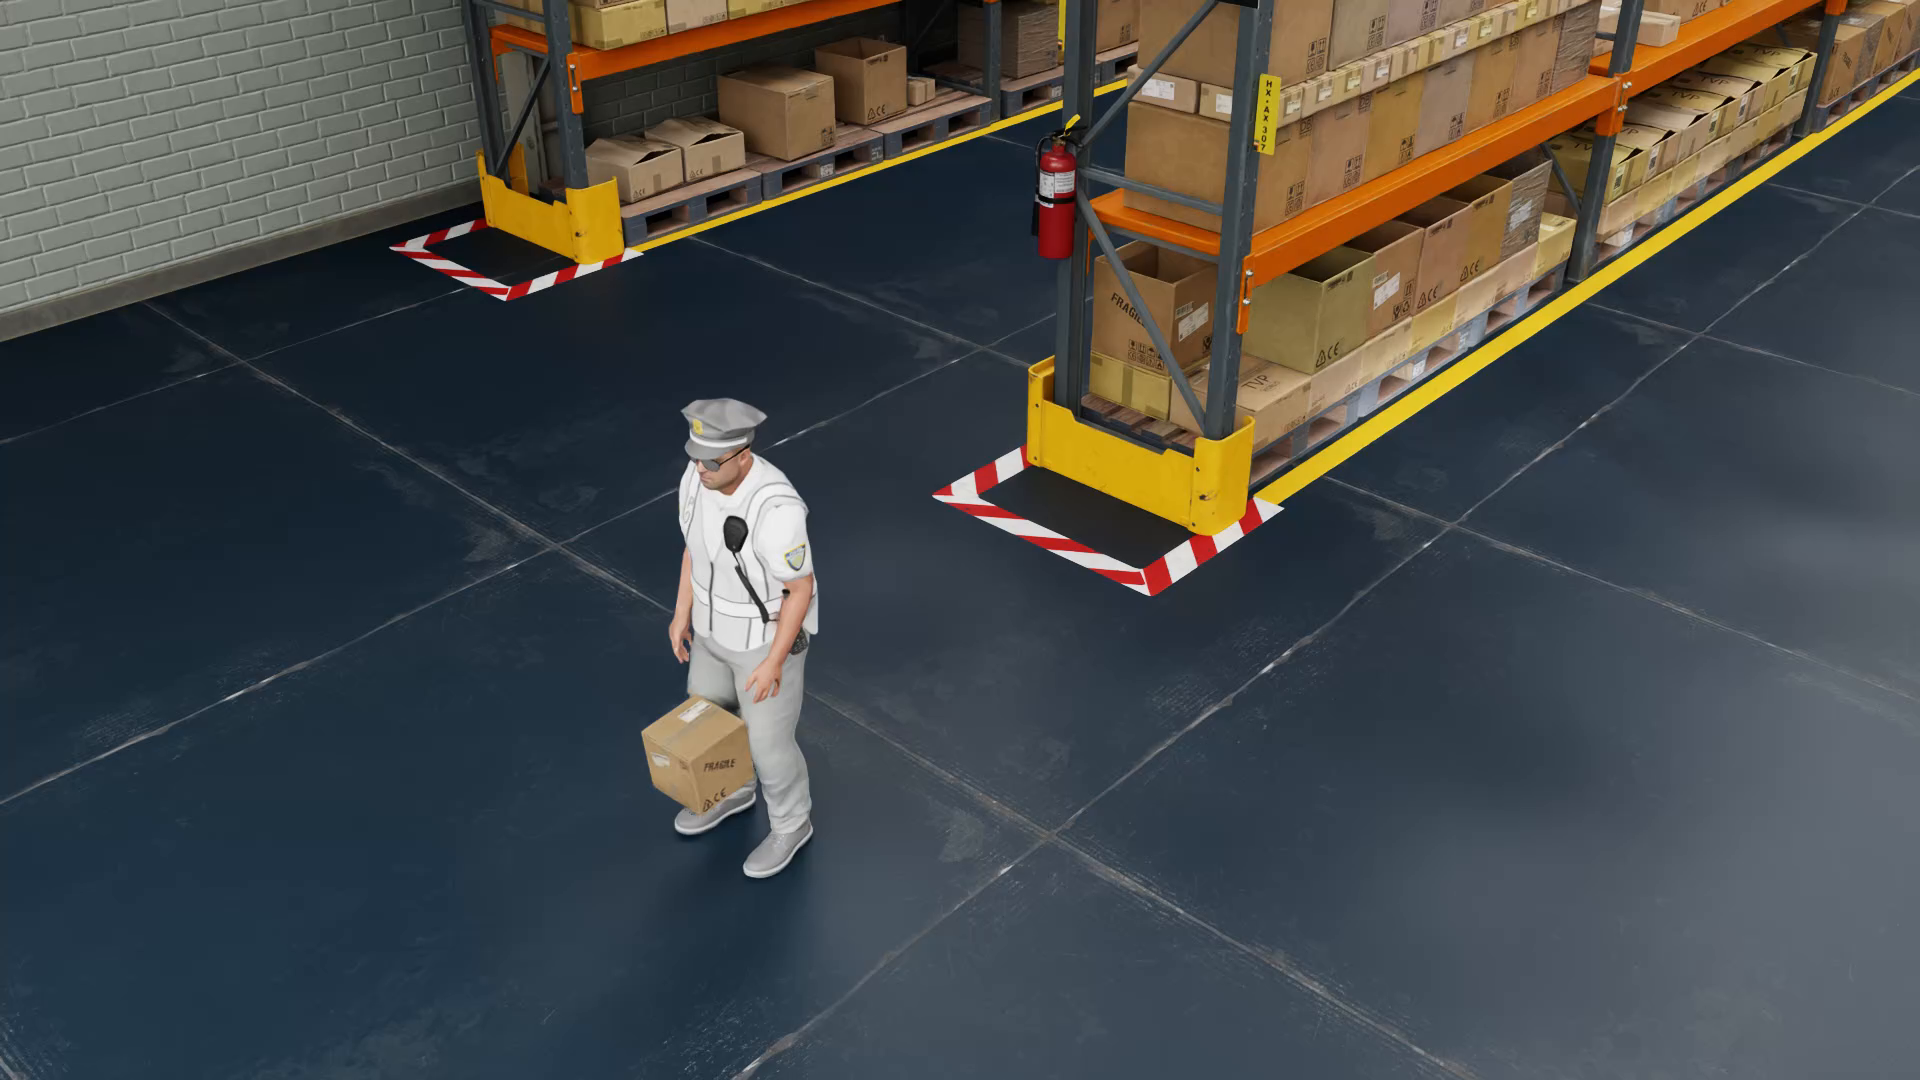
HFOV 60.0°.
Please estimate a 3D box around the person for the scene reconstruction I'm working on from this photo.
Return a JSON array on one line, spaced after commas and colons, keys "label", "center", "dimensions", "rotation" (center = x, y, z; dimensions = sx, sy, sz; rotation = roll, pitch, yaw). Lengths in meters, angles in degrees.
[{"label": "person", "center": [-0.712, 0.312, 5.610], "dimensions": [0.582, 1.747, 0.435], "rotation": [23, 38, 33]}]
